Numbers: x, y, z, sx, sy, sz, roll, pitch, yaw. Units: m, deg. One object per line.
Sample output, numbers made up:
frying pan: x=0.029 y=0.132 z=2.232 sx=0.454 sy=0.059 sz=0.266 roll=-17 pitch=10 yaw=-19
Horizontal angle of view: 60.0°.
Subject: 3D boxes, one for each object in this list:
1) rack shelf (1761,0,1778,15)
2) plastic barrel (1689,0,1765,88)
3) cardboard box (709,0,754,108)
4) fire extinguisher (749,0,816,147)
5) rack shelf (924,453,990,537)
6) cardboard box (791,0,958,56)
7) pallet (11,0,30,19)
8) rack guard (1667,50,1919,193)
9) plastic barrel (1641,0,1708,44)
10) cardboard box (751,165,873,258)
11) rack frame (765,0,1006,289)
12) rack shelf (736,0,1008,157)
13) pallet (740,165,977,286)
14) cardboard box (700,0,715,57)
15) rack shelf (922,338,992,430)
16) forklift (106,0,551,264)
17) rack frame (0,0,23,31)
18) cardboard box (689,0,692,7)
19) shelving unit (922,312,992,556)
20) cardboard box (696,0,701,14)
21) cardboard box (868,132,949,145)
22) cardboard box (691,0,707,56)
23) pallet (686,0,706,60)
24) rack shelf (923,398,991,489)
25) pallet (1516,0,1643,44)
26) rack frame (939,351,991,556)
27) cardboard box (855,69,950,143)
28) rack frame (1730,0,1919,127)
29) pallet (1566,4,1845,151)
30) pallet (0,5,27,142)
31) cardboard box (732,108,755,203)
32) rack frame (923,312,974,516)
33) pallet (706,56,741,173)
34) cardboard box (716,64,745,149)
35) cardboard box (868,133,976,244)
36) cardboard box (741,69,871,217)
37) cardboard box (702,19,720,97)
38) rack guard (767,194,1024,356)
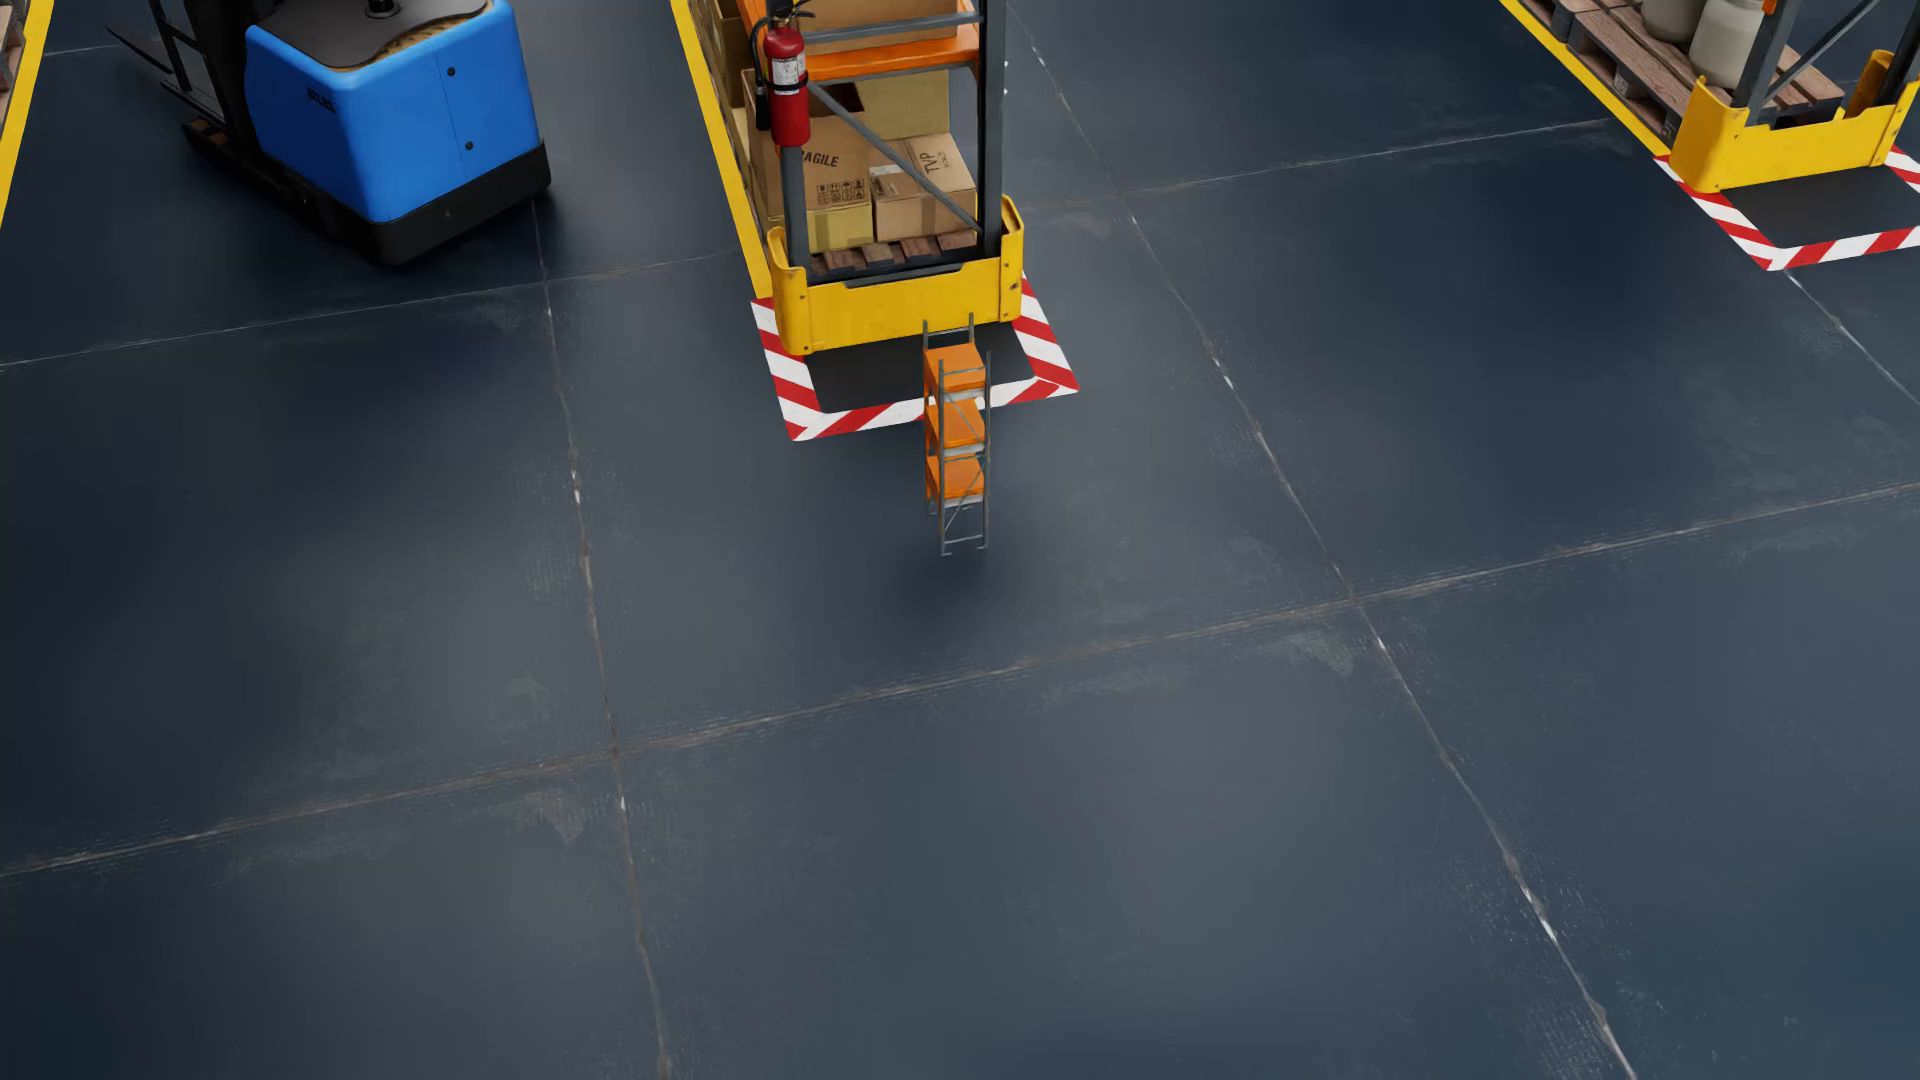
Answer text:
rack shelf: x=3.974 y=-4.183 z=9.504 sx=1.077 sy=0.370 sz=4.000 roll=-11 pitch=47 yaw=-10
plastic barrel: x=4.243 y=-2.771 z=9.064 sx=0.421 sy=0.512 sz=0.421 roll=0 pitch=46 yaw=0
cardboard box: x=-0.999 y=-2.602 z=8.557 sx=0.500 sy=0.500 sz=0.500 roll=-11 pitch=47 yaw=-10
fire extinguisher: x=-0.722 y=-1.958 z=6.873 sx=0.296 sy=0.674 sz=0.183 roll=-11 pitch=47 yaw=-10
rack shelf: x=-0.014 y=-0.202 z=6.868 sx=0.215 sy=0.259 sz=0.240 roll=-11 pitch=47 yaw=-10
cardboard box: x=-0.411 y=-2.511 z=7.291 sx=0.700 sy=0.500 sz=0.500 roll=-11 pitch=47 yaw=-10
pallet: x=-6.316 y=-3.566 z=10.348 sx=1.003 sy=0.211 sz=1.213 roll=-11 pitch=47 yaw=-10
rack guard: x=4.421 y=-2.223 z=8.830 sx=1.175 sy=0.500 sz=0.348 roll=-11 pitch=47 yaw=-10
plastic barrel: x=4.115 y=-3.117 z=9.403 sx=0.421 sy=0.512 sz=0.421 roll=0 pitch=46 yaw=0
cardboard box: x=-0.727 y=-1.652 z=8.151 sx=0.500 sy=0.250 sz=0.500 roll=-11 pitch=47 yaw=-10
rack frame: x=-0.304 y=-2.151 z=7.009 sx=1.000 sy=3.000 sz=0.127 roll=-11 pitch=47 yaw=-10
rack shelf: x=-0.816 y=-3.280 z=8.619 sx=1.077 sy=0.370 sz=4.000 roll=-11 pitch=47 yaw=-10
pallet: x=-0.540 y=-1.696 z=8.515 sx=1.003 sy=0.211 sz=1.213 roll=-11 pitch=47 yaw=-10
cardboard box: x=-1.126 y=-2.947 z=8.895 sx=0.500 sy=0.500 sz=0.500 roll=-11 pitch=47 yaw=-10
rack shelf: x=-0.014 y=-0.596 z=6.467 sx=0.215 sy=0.259 sz=0.240 roll=-11 pitch=47 yaw=-10
forklift: x=-3.586 y=-3.307 z=8.190 sx=3.031 sy=2.935 sz=1.130 roll=32 pitch=54 yaw=28
rack frame: x=-6.115 y=-4.005 z=8.825 sx=1.000 sy=3.000 sz=0.127 roll=-11 pitch=47 yaw=-10
cardboard box: x=-1.379 y=-3.376 z=9.840 sx=0.500 sy=0.250 sz=0.500 roll=-11 pitch=47 yaw=-10
shelving unit: x=-0.014 y=-0.404 z=6.662 sx=0.215 sy=1.050 sz=0.252 roll=-11 pitch=47 yaw=-10
cardboard box: x=-1.255 y=-3.292 z=9.233 sx=0.500 sy=0.500 sz=0.500 roll=-11 pitch=47 yaw=-10
cardboard box: x=-0.357 y=-2.091 z=8.581 sx=0.500 sy=0.250 sz=0.500 roll=-11 pitch=47 yaw=-10
cardboard box: x=-1.256 y=-3.030 z=9.501 sx=0.500 sy=0.250 sz=0.500 roll=-11 pitch=47 yaw=-10
pallet: x=-1.165 y=-3.380 z=10.166 sx=1.003 sy=0.211 sz=1.213 roll=-11 pitch=47 yaw=-10
rack shelf: x=-0.014 y=-0.397 z=6.670 sx=0.215 sy=0.259 sz=0.240 roll=-11 pitch=47 yaw=-10
pallet: x=3.909 y=-3.525 z=10.307 sx=1.003 sy=0.211 sz=1.213 roll=-11 pitch=47 yaw=-10
rack frame: x=0.018 y=-0.320 z=6.579 sx=0.200 sy=1.050 sz=0.008 roll=-11 pitch=47 yaw=-10
cardboard box: x=-0.356 y=-2.354 z=8.314 sx=0.500 sy=0.500 sz=0.500 roll=-11 pitch=47 yaw=-10
rack frame: x=4.486 y=-3.054 z=7.894 sx=1.000 sy=3.000 sz=0.127 roll=-11 pitch=47 yaw=-10
pallet: x=4.218 y=-2.684 z=9.483 sx=1.003 sy=0.211 sz=1.213 roll=-11 pitch=47 yaw=-10
pallet: x=-5.909 y=-2.571 z=9.373 sx=1.003 sy=0.211 sz=1.213 roll=-11 pitch=47 yaw=-10
cardboard box: x=-0.866 y=-1.995 z=8.487 sx=0.500 sy=0.250 sz=0.500 roll=-11 pitch=47 yaw=-10
rack frame: x=-0.045 y=-0.489 z=6.745 sx=0.200 sy=1.050 sz=0.008 roll=-11 pitch=47 yaw=-10
pallet: x=-0.849 y=-2.536 z=9.339 sx=1.003 sy=0.211 sz=1.213 roll=-11 pitch=47 yaw=-10
cardboard box: x=-0.996 y=-2.340 z=8.825 sx=0.500 sy=0.250 sz=0.500 roll=-11 pitch=47 yaw=-10
cardboard box: x=-0.226 y=-1.747 z=8.244 sx=0.500 sy=0.250 sz=0.500 roll=-11 pitch=47 yaw=-10
cardboard box: x=-0.729 y=-1.914 z=7.883 sx=0.500 sy=0.500 sz=0.500 roll=-11 pitch=47 yaw=-10
cardboard box: x=-1.122 y=-2.686 z=9.164 sx=0.500 sy=0.250 sz=0.500 roll=-11 pitch=47 yaw=-10
rack guard: x=-0.297 y=-1.260 z=7.885 sx=1.175 sy=0.500 sz=0.348 roll=-11 pitch=47 yaw=-10
